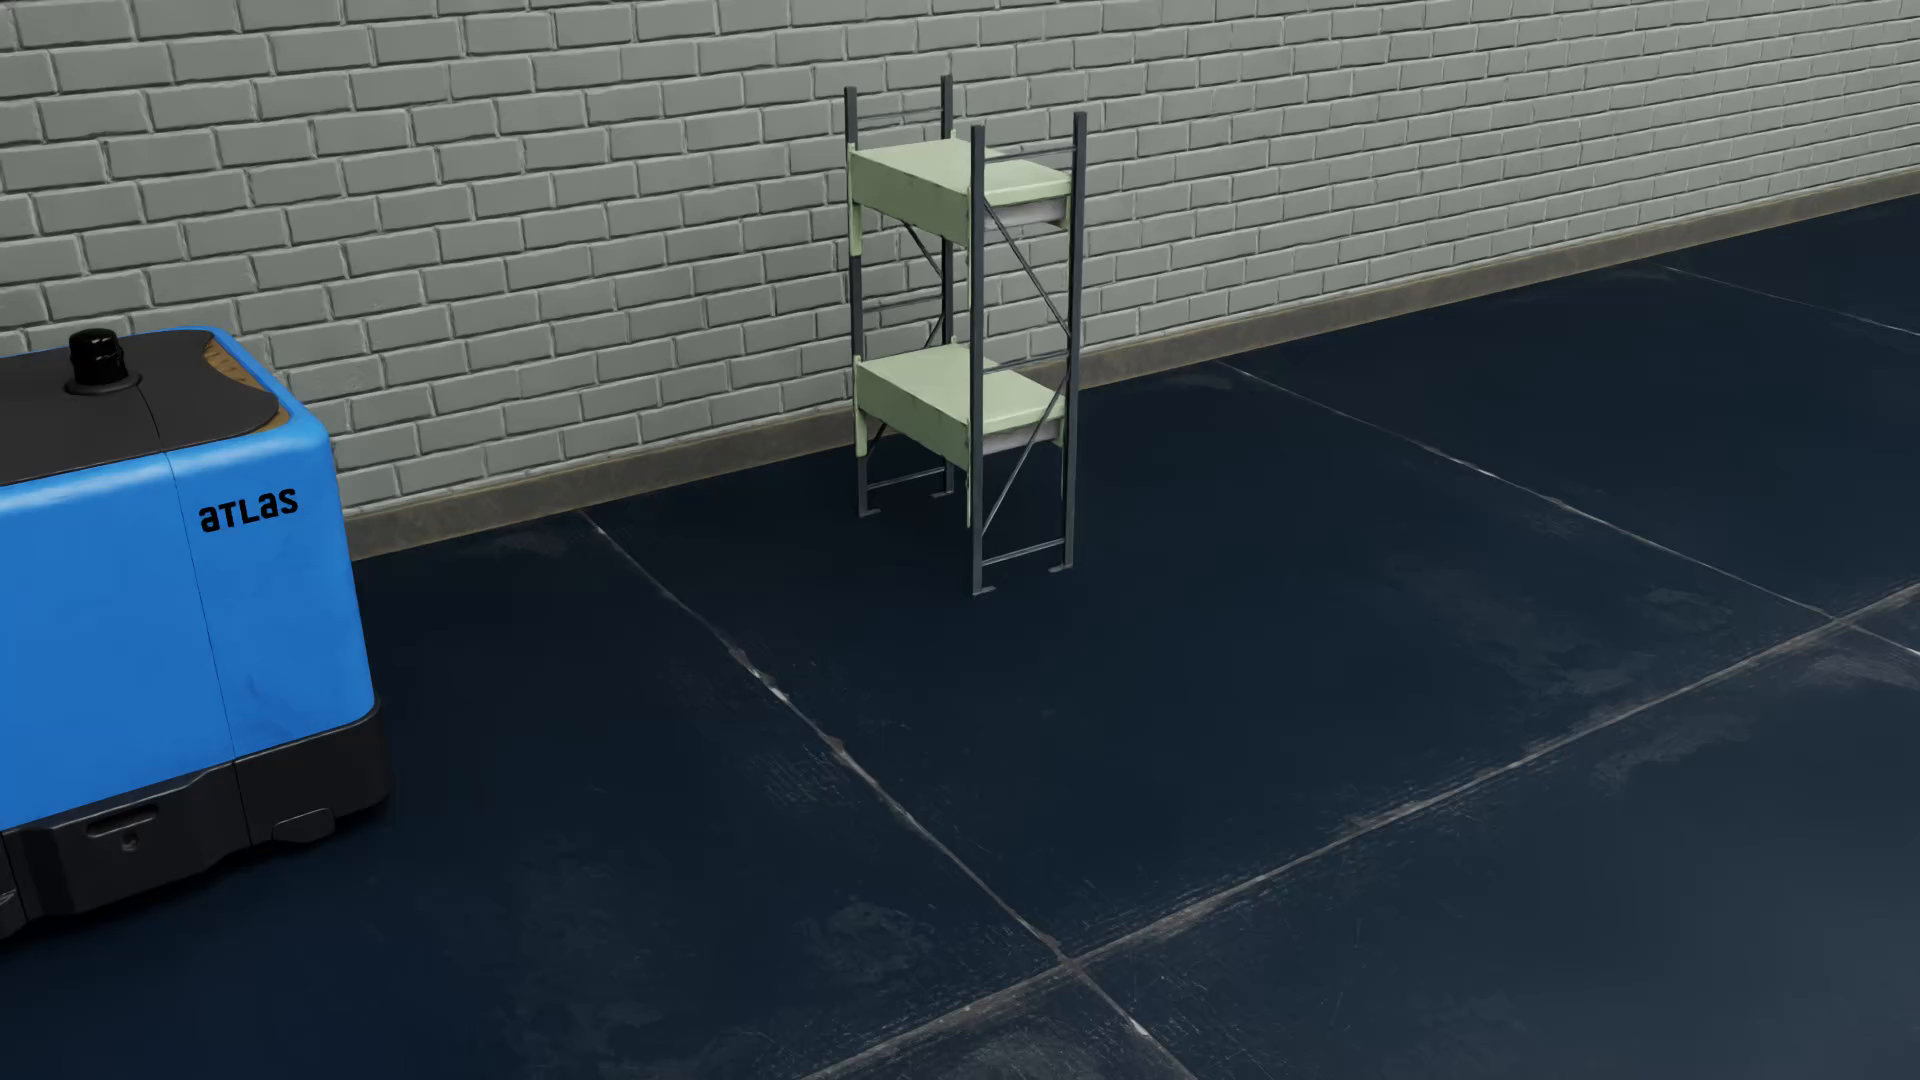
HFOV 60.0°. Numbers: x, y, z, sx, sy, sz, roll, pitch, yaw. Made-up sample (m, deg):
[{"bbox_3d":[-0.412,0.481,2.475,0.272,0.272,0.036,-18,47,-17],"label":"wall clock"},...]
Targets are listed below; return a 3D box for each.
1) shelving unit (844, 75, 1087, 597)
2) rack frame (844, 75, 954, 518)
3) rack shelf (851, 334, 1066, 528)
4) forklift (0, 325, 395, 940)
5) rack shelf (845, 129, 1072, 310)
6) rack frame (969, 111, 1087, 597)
[{"bbox_3d":[0.004,-0.676,5.425,0.431,1.500,0.755,-16,29,-30],"label":"shelving unit"},{"bbox_3d":[-0.196,-0.807,5.702,0.400,1.500,0.023,-16,29,-30],"label":"rack frame"},{"bbox_3d":[0.004,-0.381,5.564,0.431,0.370,0.720,-16,29,-30],"label":"rack shelf"},{"bbox_3d":[-2.937,-0.417,3.200,3.031,2.935,1.130,-17,30,-32],"label":"forklift"},{"bbox_3d":[0.004,-1.029,5.258,0.431,0.370,0.720,-16,29,-30],"label":"rack shelf"},{"bbox_3d":[0.203,-0.545,5.147,0.400,1.500,0.023,-16,29,-30],"label":"rack frame"}]
